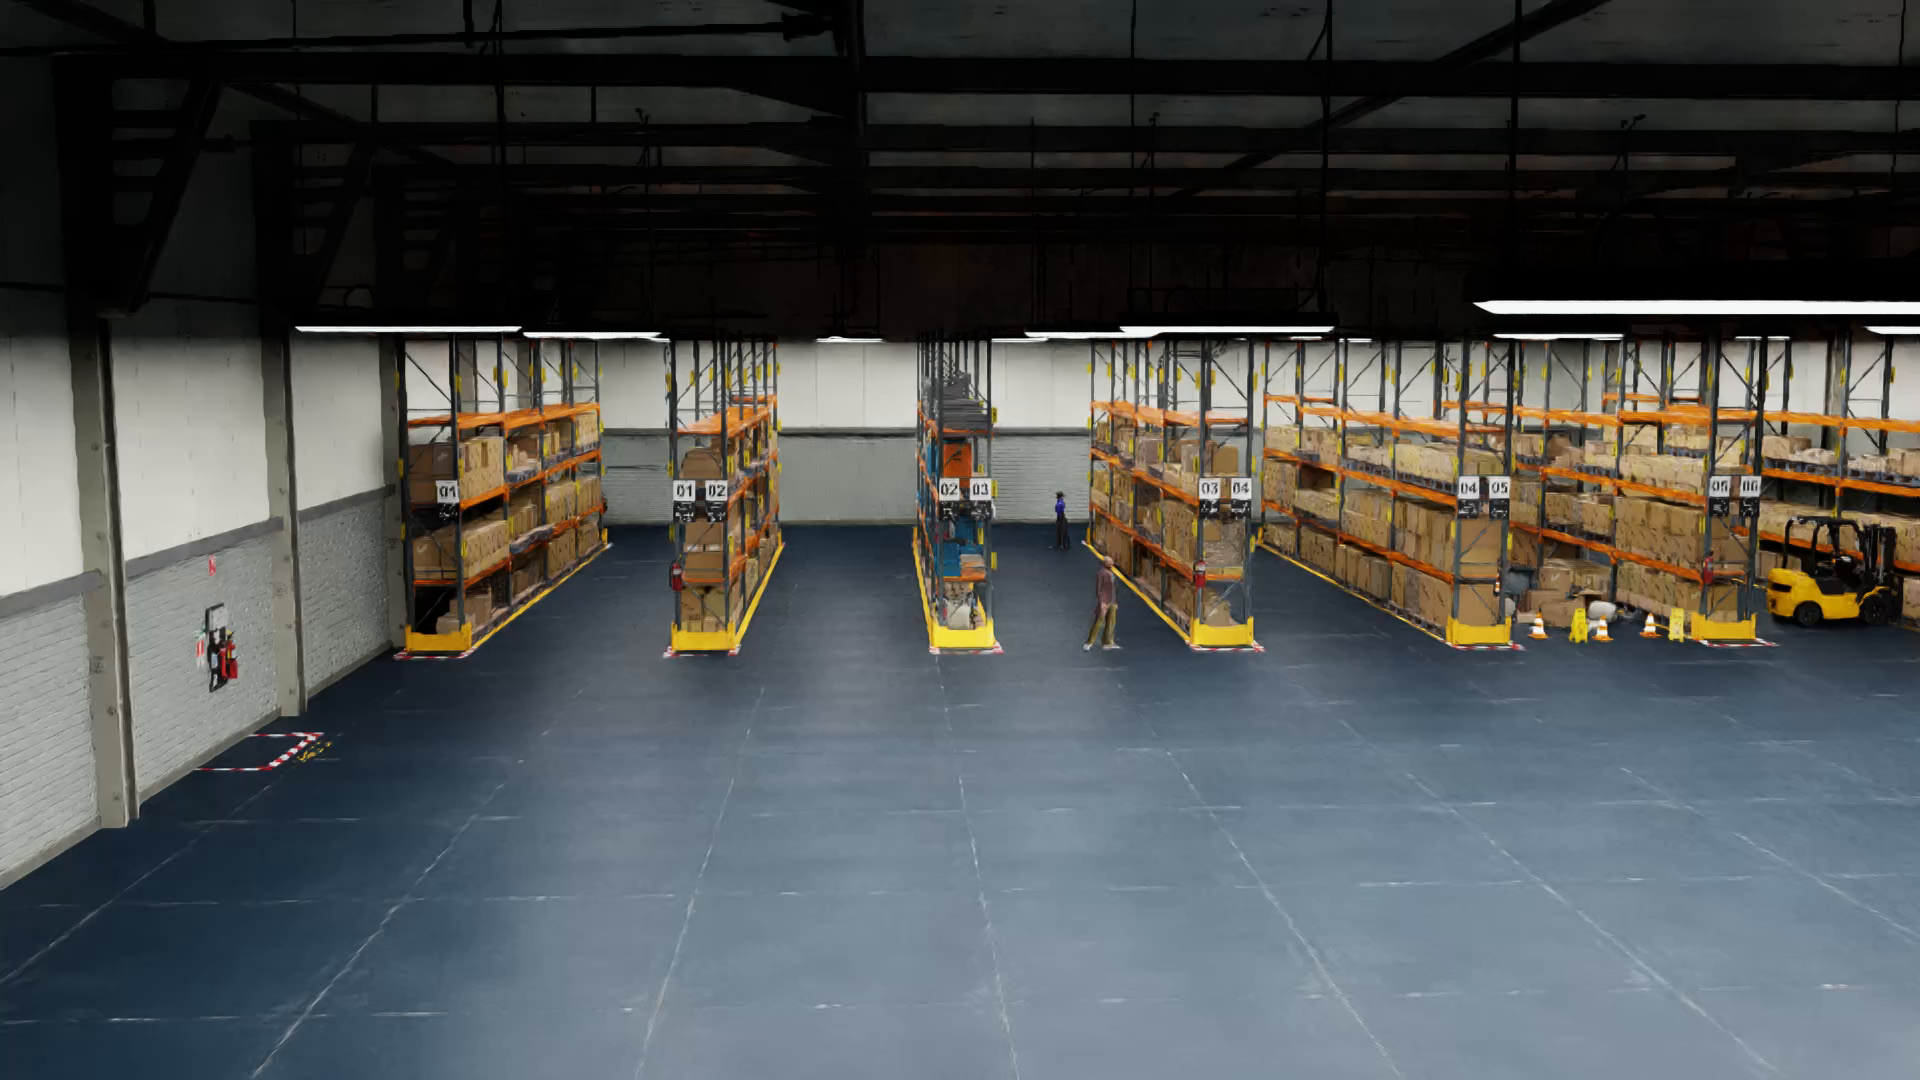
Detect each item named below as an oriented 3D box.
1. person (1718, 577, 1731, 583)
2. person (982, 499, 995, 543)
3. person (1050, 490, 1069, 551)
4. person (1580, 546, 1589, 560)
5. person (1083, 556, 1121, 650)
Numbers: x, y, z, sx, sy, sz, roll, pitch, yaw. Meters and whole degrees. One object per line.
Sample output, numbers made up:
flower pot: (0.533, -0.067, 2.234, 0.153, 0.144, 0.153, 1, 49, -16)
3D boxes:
person: (16.437, 0.621, 35.692, 0.385, 1.660, 0.578, 4, 8, 28)
person: (0.695, -0.739, 47.969, 0.618, 1.642, 0.659, -1, 7, -12)
person: (2.767, -0.552, 46.162, 0.496, 1.659, 0.644, -1, 7, -5)
person: (15.977, -0.192, 42.738, 0.501, 1.758, 0.588, 4, 8, 28)
person: (2.645, 1.179, 31.150, 0.504, 1.775, 0.768, 6, 9, 41)
